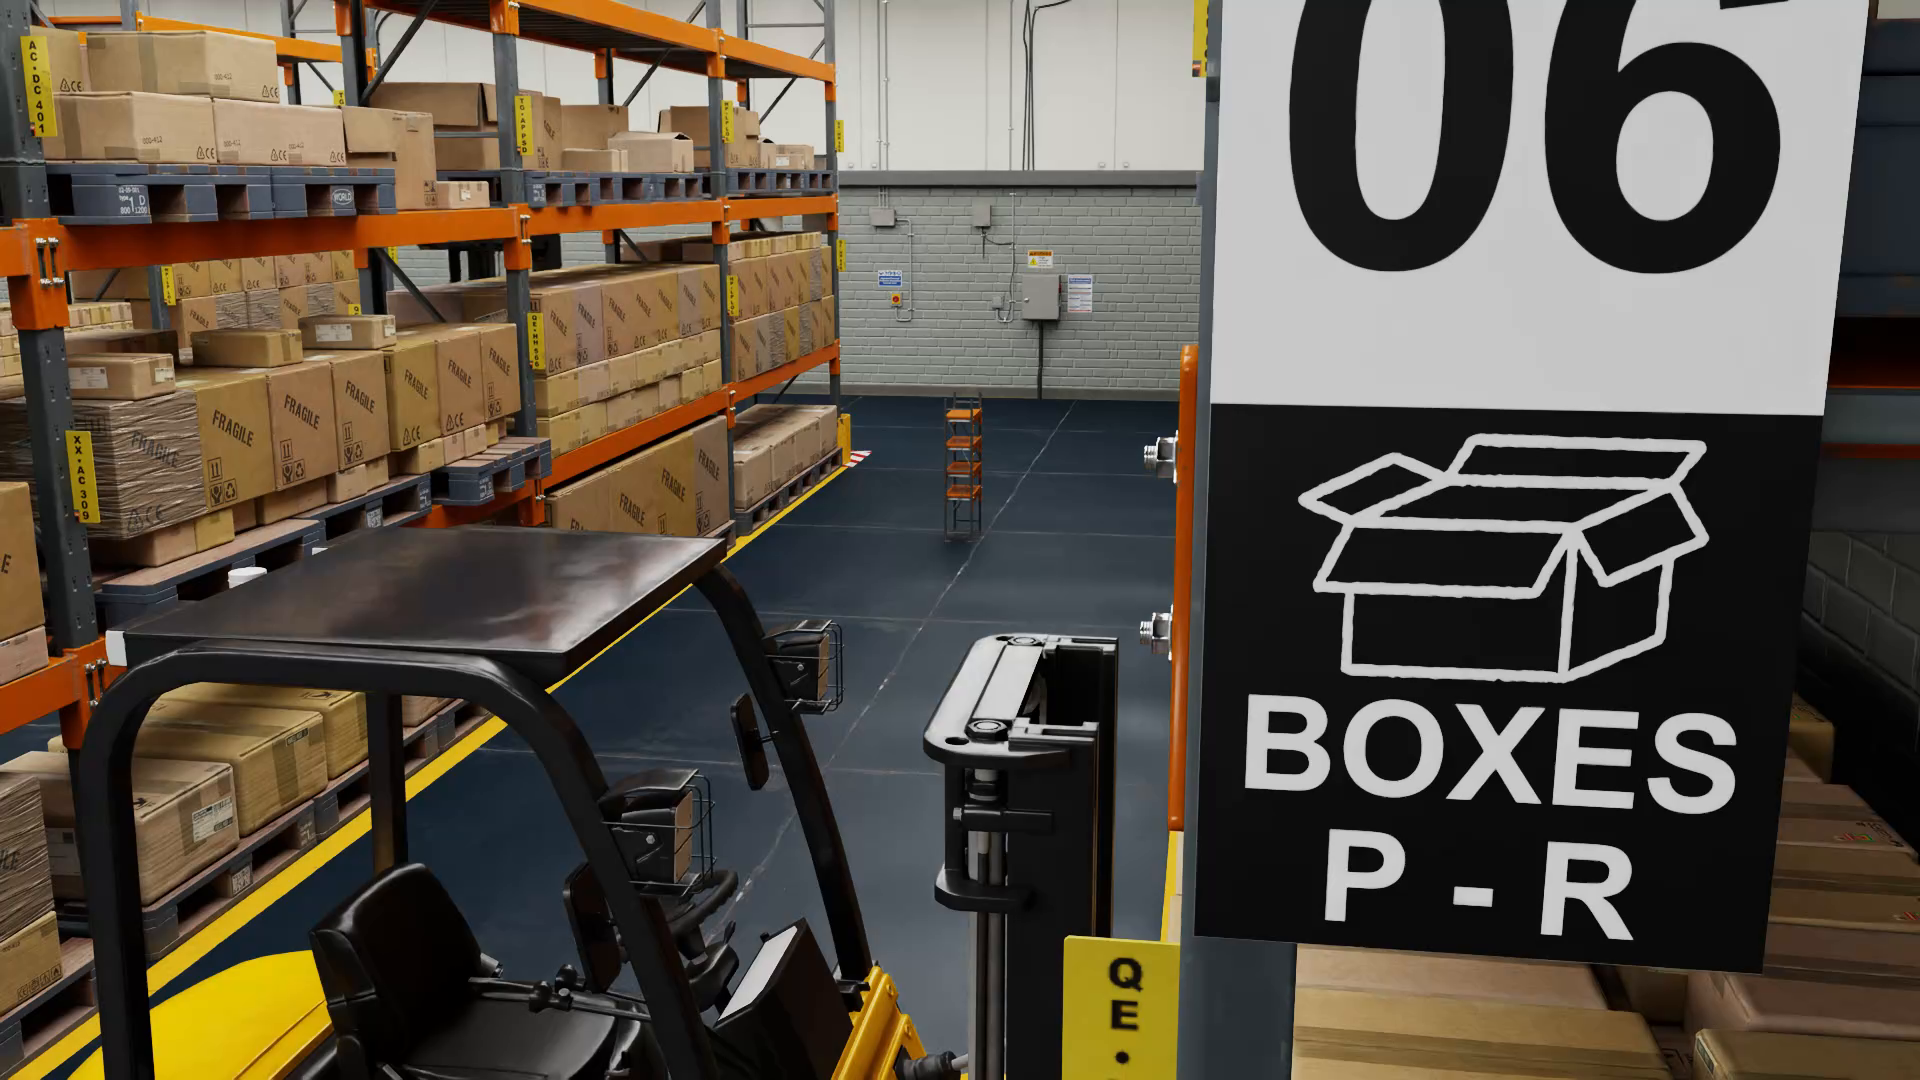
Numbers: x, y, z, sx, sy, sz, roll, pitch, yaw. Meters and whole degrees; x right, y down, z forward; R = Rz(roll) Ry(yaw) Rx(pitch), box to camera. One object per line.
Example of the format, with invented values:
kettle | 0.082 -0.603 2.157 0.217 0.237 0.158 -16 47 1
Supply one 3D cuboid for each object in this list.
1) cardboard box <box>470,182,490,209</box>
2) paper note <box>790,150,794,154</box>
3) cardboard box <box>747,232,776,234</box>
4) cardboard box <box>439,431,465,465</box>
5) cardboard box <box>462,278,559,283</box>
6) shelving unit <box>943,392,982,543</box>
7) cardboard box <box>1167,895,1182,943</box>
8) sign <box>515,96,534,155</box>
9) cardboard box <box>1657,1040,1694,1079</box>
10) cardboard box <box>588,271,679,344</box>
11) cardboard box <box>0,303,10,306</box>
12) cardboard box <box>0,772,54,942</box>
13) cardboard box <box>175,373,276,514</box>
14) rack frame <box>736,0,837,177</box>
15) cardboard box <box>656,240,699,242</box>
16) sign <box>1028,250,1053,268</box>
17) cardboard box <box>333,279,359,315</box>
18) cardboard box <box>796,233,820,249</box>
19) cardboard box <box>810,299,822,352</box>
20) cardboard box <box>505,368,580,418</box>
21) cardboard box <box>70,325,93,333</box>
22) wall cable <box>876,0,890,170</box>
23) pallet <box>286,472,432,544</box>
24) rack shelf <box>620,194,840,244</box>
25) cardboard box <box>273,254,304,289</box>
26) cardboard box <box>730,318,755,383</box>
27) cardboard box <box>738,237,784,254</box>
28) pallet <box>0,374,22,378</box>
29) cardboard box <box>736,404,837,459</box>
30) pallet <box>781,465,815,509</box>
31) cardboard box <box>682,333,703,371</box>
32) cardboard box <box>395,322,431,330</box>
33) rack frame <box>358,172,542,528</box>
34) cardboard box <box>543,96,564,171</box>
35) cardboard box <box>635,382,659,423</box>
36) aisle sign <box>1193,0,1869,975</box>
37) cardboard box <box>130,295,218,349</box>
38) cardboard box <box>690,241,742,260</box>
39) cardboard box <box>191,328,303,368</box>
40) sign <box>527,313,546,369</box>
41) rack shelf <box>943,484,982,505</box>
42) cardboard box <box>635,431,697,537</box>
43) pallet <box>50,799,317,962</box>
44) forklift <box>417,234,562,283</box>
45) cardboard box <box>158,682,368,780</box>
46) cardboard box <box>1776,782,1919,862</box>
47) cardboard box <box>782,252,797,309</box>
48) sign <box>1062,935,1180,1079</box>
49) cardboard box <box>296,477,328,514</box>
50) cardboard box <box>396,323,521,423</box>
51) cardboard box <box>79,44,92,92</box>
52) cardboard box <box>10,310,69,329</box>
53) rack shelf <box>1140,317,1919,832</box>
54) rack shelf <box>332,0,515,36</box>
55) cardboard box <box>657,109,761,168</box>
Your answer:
cardboard box | -2.849 -1.918 9.248 0.380 0.149 0.250 2 12 9
paper note | -1.526 -3.529 15.124 0.006 0.032 0.123 2 12 9
cardboard box | -2.076 -3.045 16.852 0.380 0.149 0.250 2 12 10
cardboard box | -2.837 -0.489 8.742 0.380 0.149 0.250 1 12 6
cardboard box | -3.034 -1.511 11.272 0.500 0.500 0.500 2 12 9
shelving unit | 0.025 -0.621 14.027 0.258 1.200 0.503 2 12 9
cardboard box | 0.809 1.193 4.495 0.500 0.250 0.500 2 12 9
sign | -2.473 -2.348 9.420 0.100 0.325 0.005 2 12 9
cardboard box | 0.950 0.697 1.861 0.380 0.149 0.250 2 12 9
cardboard box | -2.383 -1.703 12.165 0.500 0.500 0.500 2 12 10
cardboard box | -7.852 -1.867 13.722 0.380 0.149 0.250 2 12 10
cardboard box | -3.449 1.090 5.565 0.500 0.500 0.500 2 12 8
cardboard box | -3.192 -0.406 6.818 0.500 0.500 0.500 2 12 9
rack frame | -1.778 -5.245 16.969 1.000 3.000 0.127 2 12 9
cardboard box | -2.465 -2.511 14.376 0.380 0.149 0.250 2 12 9
sign | 1.096 -3.837 22.716 0.339 0.242 0.001 2 12 9
cardboard box | -6.584 -2.437 17.236 0.500 0.500 0.500 2 12 8
cardboard box | -1.607 -2.975 16.529 0.380 0.149 0.250 2 12 8
cardboard box | -1.683 -2.148 16.602 0.500 0.500 0.500 2 12 7
cardboard box | -2.686 -0.915 10.289 0.500 0.250 0.500 2 12 8
cardboard box | -7.246 -1.651 13.427 0.380 0.149 0.250 2 12 11
wall cable | -1.182 -6.438 22.506 0.463 3.000 0.029 2 12 9
pallet | -3.272 -0.139 7.976 1.003 0.211 1.213 2 12 9
rack shelf | -2.086 -3.010 15.429 1.077 0.370 4.000 2 12 9
cardboard box | -6.737 -2.707 16.117 0.500 0.500 0.500 1 12 7
cardboard box | -2.062 -1.617 14.141 0.500 0.500 0.500 2 12 11
cardboard box | -1.835 -2.708 15.287 0.380 0.149 0.250 2 12 9
pallet | -7.651 -1.106 12.459 1.003 0.211 1.213 2 12 9
cardboard box | -1.781 -1.124 17.174 0.875 0.438 0.875 1 12 7
pallet | -2.014 -0.527 15.936 1.003 0.211 1.213 2 12 9
cardboard box | -2.290 -1.446 12.754 0.500 0.250 0.500 2 12 10
cardboard box | -3.306 -0.960 9.388 0.500 0.500 0.500 2 12 7
rack frame | -3.008 -0.647 9.874 1.000 3.000 0.127 2 12 9
cardboard box | -3.024 -2.743 11.249 0.500 0.500 0.500 2 12 9
cardboard box | -2.464 -0.986 11.806 0.500 0.250 0.500 2 12 9
aisle sign | 0.366 -0.088 1.110 0.394 0.787 0.004 2 12 9
cardboard box | -6.975 -1.908 14.783 0.500 0.500 0.500 2 12 8
cardboard box | -2.065 -2.445 14.069 0.380 0.149 0.250 2 12 9
cardboard box | -3.136 -0.847 7.321 0.380 0.149 0.250 3 12 12
sign | -2.471 -1.158 9.688 0.100 0.325 0.005 2 12 9
rack shelf | 0.025 -0.361 14.083 0.258 0.148 0.480 2 12 9
cardboard box | -2.541 -0.326 12.432 0.875 0.875 0.875 2 12 10
pallet | -3.505 1.387 7.056 1.003 0.211 1.213 2 12 9
forklift | -4.545 -1.968 16.166 1.130 2.935 3.031 3 13 14
cardboard box | -3.333 0.862 8.116 0.950 0.372 0.625 2 12 11
cardboard box | 1.082 0.445 2.327 0.380 0.149 0.250 2 12 9
cardboard box | -1.827 -2.424 15.512 0.500 0.500 0.500 2 12 8
sign | 0.132 0.477 1.352 0.100 0.325 0.005 2 12 9
cardboard box | -3.090 -0.218 7.484 0.380 0.149 0.250 2 12 9
cardboard box | -2.804 -0.943 9.307 0.500 0.500 0.500 2 12 7
cardboard box | -3.525 -1.995 7.181 0.500 0.250 0.500 2 12 10
cardboard box | -7.291 -1.738 13.124 0.380 0.149 0.250 2 12 8
rack shelf | 0.974 -0.352 3.095 1.077 0.370 4.000 2 12 9
rack shelf | -3.316 -2.616 7.428 1.077 0.370 4.000 2 12 9
cardboard box | -2.218 -3.532 14.663 0.797 0.503 0.637 3 12 13
